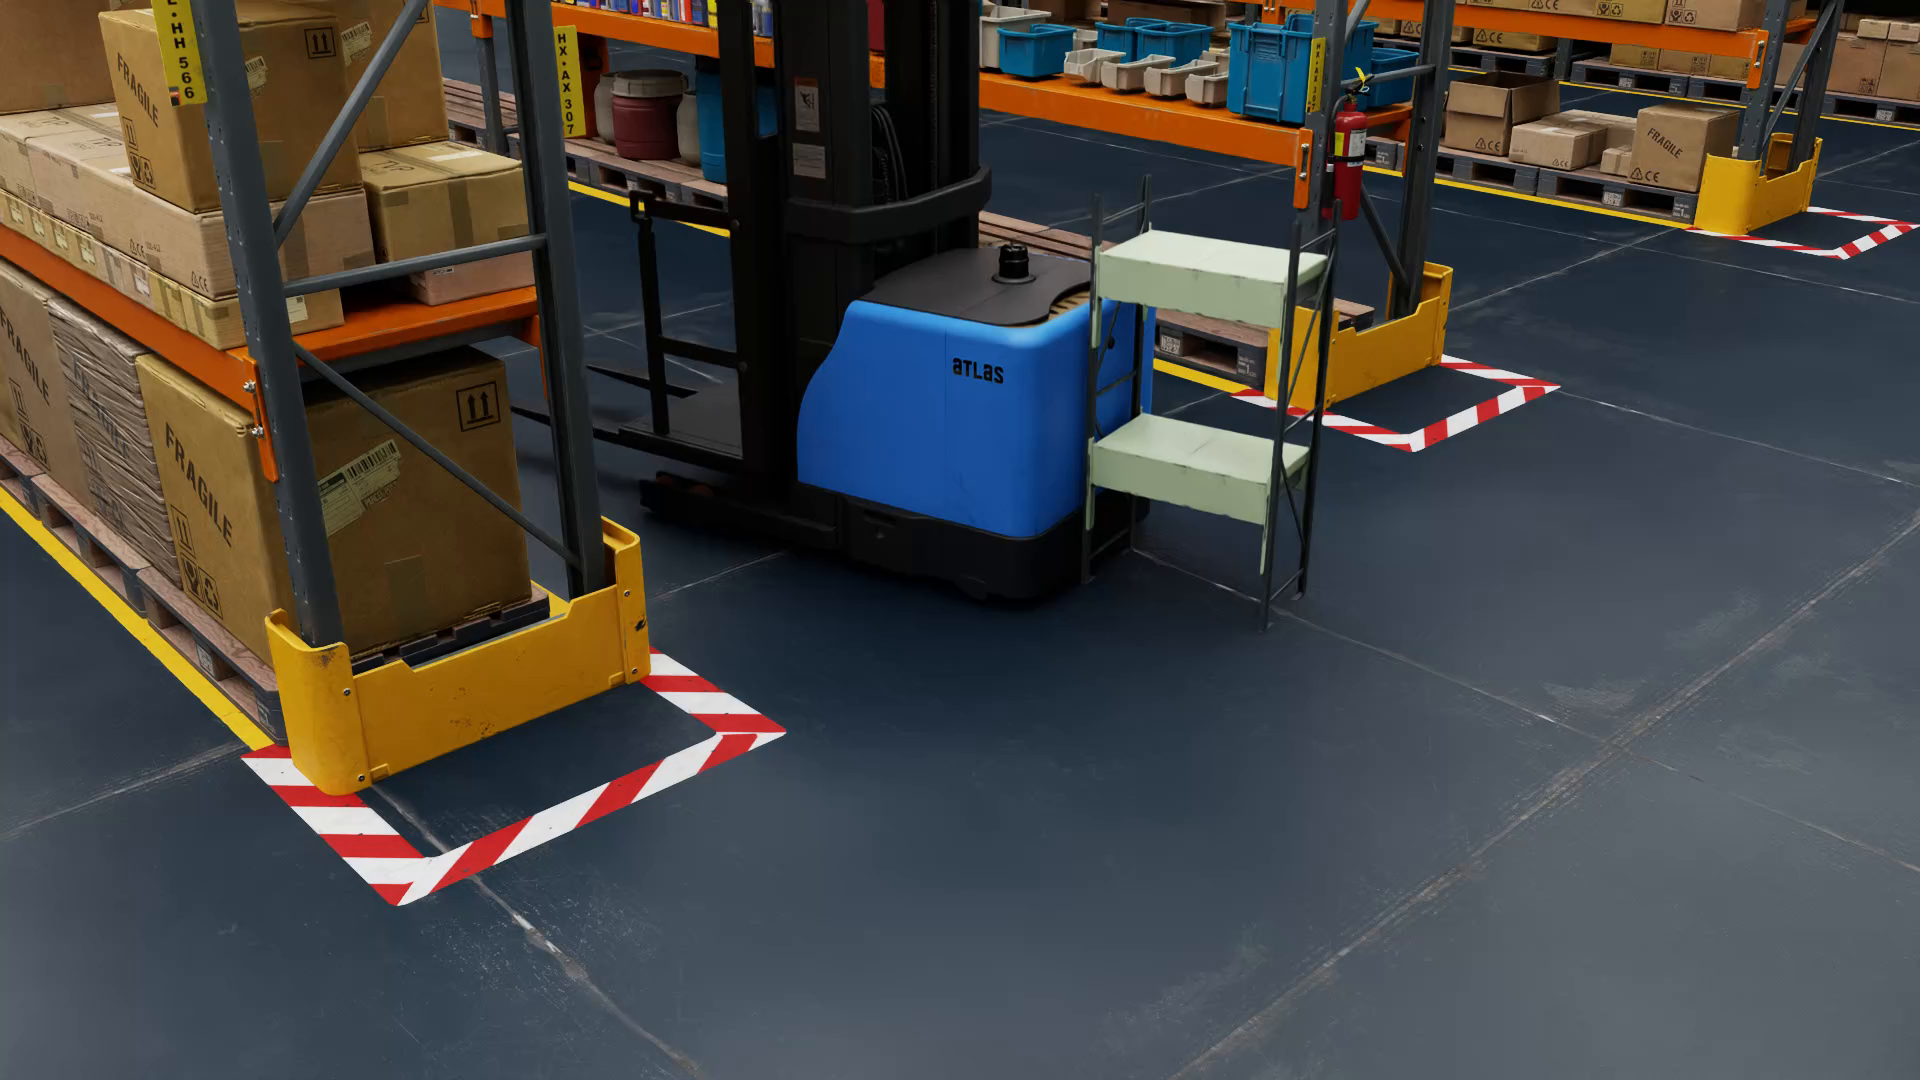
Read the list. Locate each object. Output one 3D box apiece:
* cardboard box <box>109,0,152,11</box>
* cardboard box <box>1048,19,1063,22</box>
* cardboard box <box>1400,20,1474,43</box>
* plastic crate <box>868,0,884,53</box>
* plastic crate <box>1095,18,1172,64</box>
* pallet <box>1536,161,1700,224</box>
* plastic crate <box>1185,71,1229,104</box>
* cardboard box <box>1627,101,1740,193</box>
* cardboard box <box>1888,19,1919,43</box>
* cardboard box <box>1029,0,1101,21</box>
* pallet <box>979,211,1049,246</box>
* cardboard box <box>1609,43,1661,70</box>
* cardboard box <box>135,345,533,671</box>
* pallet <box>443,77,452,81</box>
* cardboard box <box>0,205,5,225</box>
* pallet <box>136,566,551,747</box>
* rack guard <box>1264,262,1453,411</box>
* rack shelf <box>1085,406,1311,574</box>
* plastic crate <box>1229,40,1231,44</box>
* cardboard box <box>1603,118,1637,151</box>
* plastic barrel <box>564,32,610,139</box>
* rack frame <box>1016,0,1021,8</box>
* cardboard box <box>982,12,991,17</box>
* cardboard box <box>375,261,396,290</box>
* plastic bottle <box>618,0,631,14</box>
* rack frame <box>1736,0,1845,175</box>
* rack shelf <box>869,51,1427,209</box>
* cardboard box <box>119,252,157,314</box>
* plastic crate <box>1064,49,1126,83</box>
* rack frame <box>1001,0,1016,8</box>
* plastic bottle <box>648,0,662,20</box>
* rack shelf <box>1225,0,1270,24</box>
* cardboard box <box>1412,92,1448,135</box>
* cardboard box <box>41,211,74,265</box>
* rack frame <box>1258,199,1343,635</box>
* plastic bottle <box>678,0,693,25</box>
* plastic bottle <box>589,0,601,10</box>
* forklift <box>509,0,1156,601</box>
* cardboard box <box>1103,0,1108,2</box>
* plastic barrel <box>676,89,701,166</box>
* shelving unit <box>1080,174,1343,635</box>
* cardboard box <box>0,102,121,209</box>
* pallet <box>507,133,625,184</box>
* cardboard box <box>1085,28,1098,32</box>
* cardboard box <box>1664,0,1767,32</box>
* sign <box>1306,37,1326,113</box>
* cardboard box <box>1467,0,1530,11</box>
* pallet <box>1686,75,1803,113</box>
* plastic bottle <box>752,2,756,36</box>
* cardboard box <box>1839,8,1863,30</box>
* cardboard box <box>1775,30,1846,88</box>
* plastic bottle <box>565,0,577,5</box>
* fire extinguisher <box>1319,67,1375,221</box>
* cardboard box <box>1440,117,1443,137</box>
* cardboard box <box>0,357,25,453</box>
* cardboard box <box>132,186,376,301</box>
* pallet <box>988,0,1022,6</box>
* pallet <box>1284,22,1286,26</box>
[{"bbox_3d":[-3.487,-2.205,6.888,0.500,0.500,0.500,-21,32,-38],"label":"cardboard box"},{"bbox_3d":[0.975,-4.880,16.315,0.500,0.500,0.500,-20,31,-37],"label":"cardboard box"},{"bbox_3d":[5.363,-5.870,18.087,0.750,0.750,0.750,-20,31,-37],"label":"cardboard box"},{"bbox_3d":[-0.293,-3.133,9.853,0.402,0.464,0.583,-21,32,-38],"label":"plastic crate"},{"bbox_3d":[0.980,-2.815,9.436,0.416,0.233,0.300,-21,32,-38],"label":"plastic crate"},{"bbox_3d":[5.035,-2.606,12.208,1.003,0.211,1.213,-21,32,-38],"label":"pallet"},{"bbox_3d":[1.324,-2.309,8.443,0.396,0.136,0.243,-21,32,-38],"label":"plastic crate"},{"bbox_3d":[5.081,-2.768,11.685,0.500,0.500,0.500,-21,32,-38],"label":"cardboard box"},{"bbox_3d":[8.473,-4.536,14.804,0.380,0.149,0.250,-22,32,-39],"label":"cardboard box"},{"bbox_3d":[1.016,-5.205,16.124,0.500,0.250,0.500,-20,31,-37],"label":"cardboard box"},{"bbox_3d":[-0.189,-1.937,10.743,1.003,0.211,1.213,-21,32,-38],"label":"pallet"},{"bbox_3d":[6.948,-5.027,16.660,0.700,0.500,0.500,-21,32,-38],"label":"cardboard box"},{"bbox_3d":[-2.097,-0.197,5.621,0.875,0.875,0.875,-21,32,-38],"label":"cardboard box"},{"bbox_3d":[-5.623,-4.346,16.022,1.003,0.211,1.213,-21,32,-38],"label":"pallet"},{"bbox_3d":[-3.490,-1.322,6.337,0.380,0.149,0.250,-21,32,-38],"label":"cardboard box"},{"bbox_3d":[-2.205,0.248,5.953,1.003,0.211,1.213,-21,32,-38],"label":"pallet"},{"bbox_3d":[2.040,-1.065,8.483,1.175,0.500,0.348,-21,32,-38],"label":"rack guard"},{"bbox_3d":[0.886,-0.198,6.162,0.720,0.370,0.431,15,28,30],"label":"rack shelf"},{"bbox_3d":[1.635,-2.525,8.800,0.416,0.233,0.300,-21,32,-38],"label":"plastic crate"},{"bbox_3d":[5.126,-2.956,12.398,0.500,0.250,0.500,-21,32,-38],"label":"cardboard box"},{"bbox_3d":[-3.107,-3.690,13.334,0.600,0.830,0.708,-21,32,-38],"label":"plastic barrel"},{"bbox_3d":[1.044,-8.652,22.102,1.000,3.000,0.127,-21,32,-38],"label":"rack frame"},{"bbox_3d":[0.267,-4.878,16.310,0.500,0.500,0.500,-20,31,-36],"label":"cardboard box"},{"bbox_3d":[-1.780,-0.965,5.554,0.380,0.149,0.250,-22,32,-39],"label":"cardboard box"},{"bbox_3d":[-2.340,-3.915,11.777,0.144,0.351,0.185,-21,32,-38],"label":"plastic bottle"},{"bbox_3d":[5.632,-3.610,11.049,1.000,3.000,0.127,-21,32,-38],"label":"rack frame"},{"bbox_3d":[0.647,-2.485,9.449,1.077,0.370,4.000,-21,32,-38],"label":"rack shelf"},{"bbox_3d":[-2.436,-0.856,5.315,0.380,0.149,0.250,-21,32,-38],"label":"cardboard box"},{"bbox_3d":[0.713,-2.563,8.999,0.298,0.136,0.250,-21,32,-38],"label":"plastic crate"},{"bbox_3d":[0.164,-6.034,16.362,1.000,3.000,0.127,-21,32,-38],"label":"rack frame"},{"bbox_3d":[-2.070,-3.764,11.536,0.152,0.276,0.135,-21,32,-38],"label":"plastic bottle"},{"bbox_3d":[1.531,-5.101,15.183,1.077,0.370,4.000,-21,32,-38],"label":"rack shelf"},{"bbox_3d":[4.007,-3.479,13.473,0.500,0.311,0.500,-21,32,-38],"label":"cardboard box"},{"bbox_3d":[-2.962,-1.089,5.825,0.380,0.149,0.250,-21,32,-38],"label":"cardboard box"},{"bbox_3d":[1.193,-0.412,5.847,0.023,1.500,0.400,15,28,30],"label":"rack frame"},{"bbox_3d":[-1.820,-3.653,11.292,0.152,0.276,0.135,-21,32,-38],"label":"plastic bottle"},{"bbox_3d":[-2.638,-3.991,12.025,0.061,0.283,0.133,-21,32,-38],"label":"plastic bottle"},{"bbox_3d":[-0.737,-1.559,6.635,3.031,2.935,1.130,15,28,30],"label":"forklift"},{"bbox_3d":[2.268,-7.188,21.375,0.700,0.500,0.500,-21,32,-38],"label":"cardboard box"},{"bbox_3d":[-1.884,-3.058,12.330,0.421,0.512,0.421,0,25,0],"label":"plastic barrel"},{"bbox_3d":[0.886,-0.495,6.027,0.755,1.500,0.431,15,28,30],"label":"shelving unit"},{"bbox_3d":[-3.180,-1.404,6.036,0.500,0.250,0.500,-21,32,-38],"label":"cardboard box"},{"bbox_3d":[-2.885,-3.134,13.366,1.003,0.211,1.213,-21,32,-38],"label":"pallet"},{"bbox_3d":[1.328,-4.411,15.286,0.500,0.500,0.500,22,33,40],"label":"cardboard box"},{"bbox_3d":[5.127,-3.714,11.157,0.500,0.500,0.500,-20,31,-37],"label":"cardboard box"},{"bbox_3d":[1.623,-2.119,7.585,0.100,0.325,0.005,-21,32,-38],"label":"sign"},{"bbox_3d":[4.089,-4.176,12.169,0.500,0.500,0.500,-22,32,-39],"label":"cardboard box"},{"bbox_3d":[7.812,-4.337,16.003,1.003,0.211,1.213,-21,32,-38],"label":"pallet"},{"bbox_3d":[-1.325,-3.383,10.790,0.097,0.201,0.097,0,25,0],"label":"plastic bottle"},{"bbox_3d":[8.234,-4.874,15.544,0.380,0.149,0.250,-21,32,-38],"label":"cardboard box"},{"bbox_3d":[8.008,-4.558,15.632,0.500,0.500,0.700,23,33,40],"label":"cardboard box"},{"bbox_3d":[-2.862,-4.090,12.243,0.061,0.283,0.133,-21,32,-38],"label":"plastic bottle"},{"bbox_3d":[1.785,-1.827,7.682,0.296,0.674,0.183,-21,32,-38],"label":"fire extinguisher"},{"bbox_3d":[3.626,-3.285,13.221,0.380,0.166,0.250,-21,32,-38],"label":"cardboard box"},{"bbox_3d":[-3.943,-1.015,7.414,0.875,0.875,0.875,-21,32,-38],"label":"cardboard box"},{"bbox_3d":[-2.127,-0.940,5.018,0.500,0.250,0.500,-22,32,-39],"label":"cardboard box"},{"bbox_3d":[0.559,-7.577,23.104,1.003,0.211,1.213,-21,32,-38],"label":"pallet"},{"bbox_3d":[4.261,-5.911,19.453,1.003,0.211,1.213,-21,32,-38],"label":"pallet"}]
